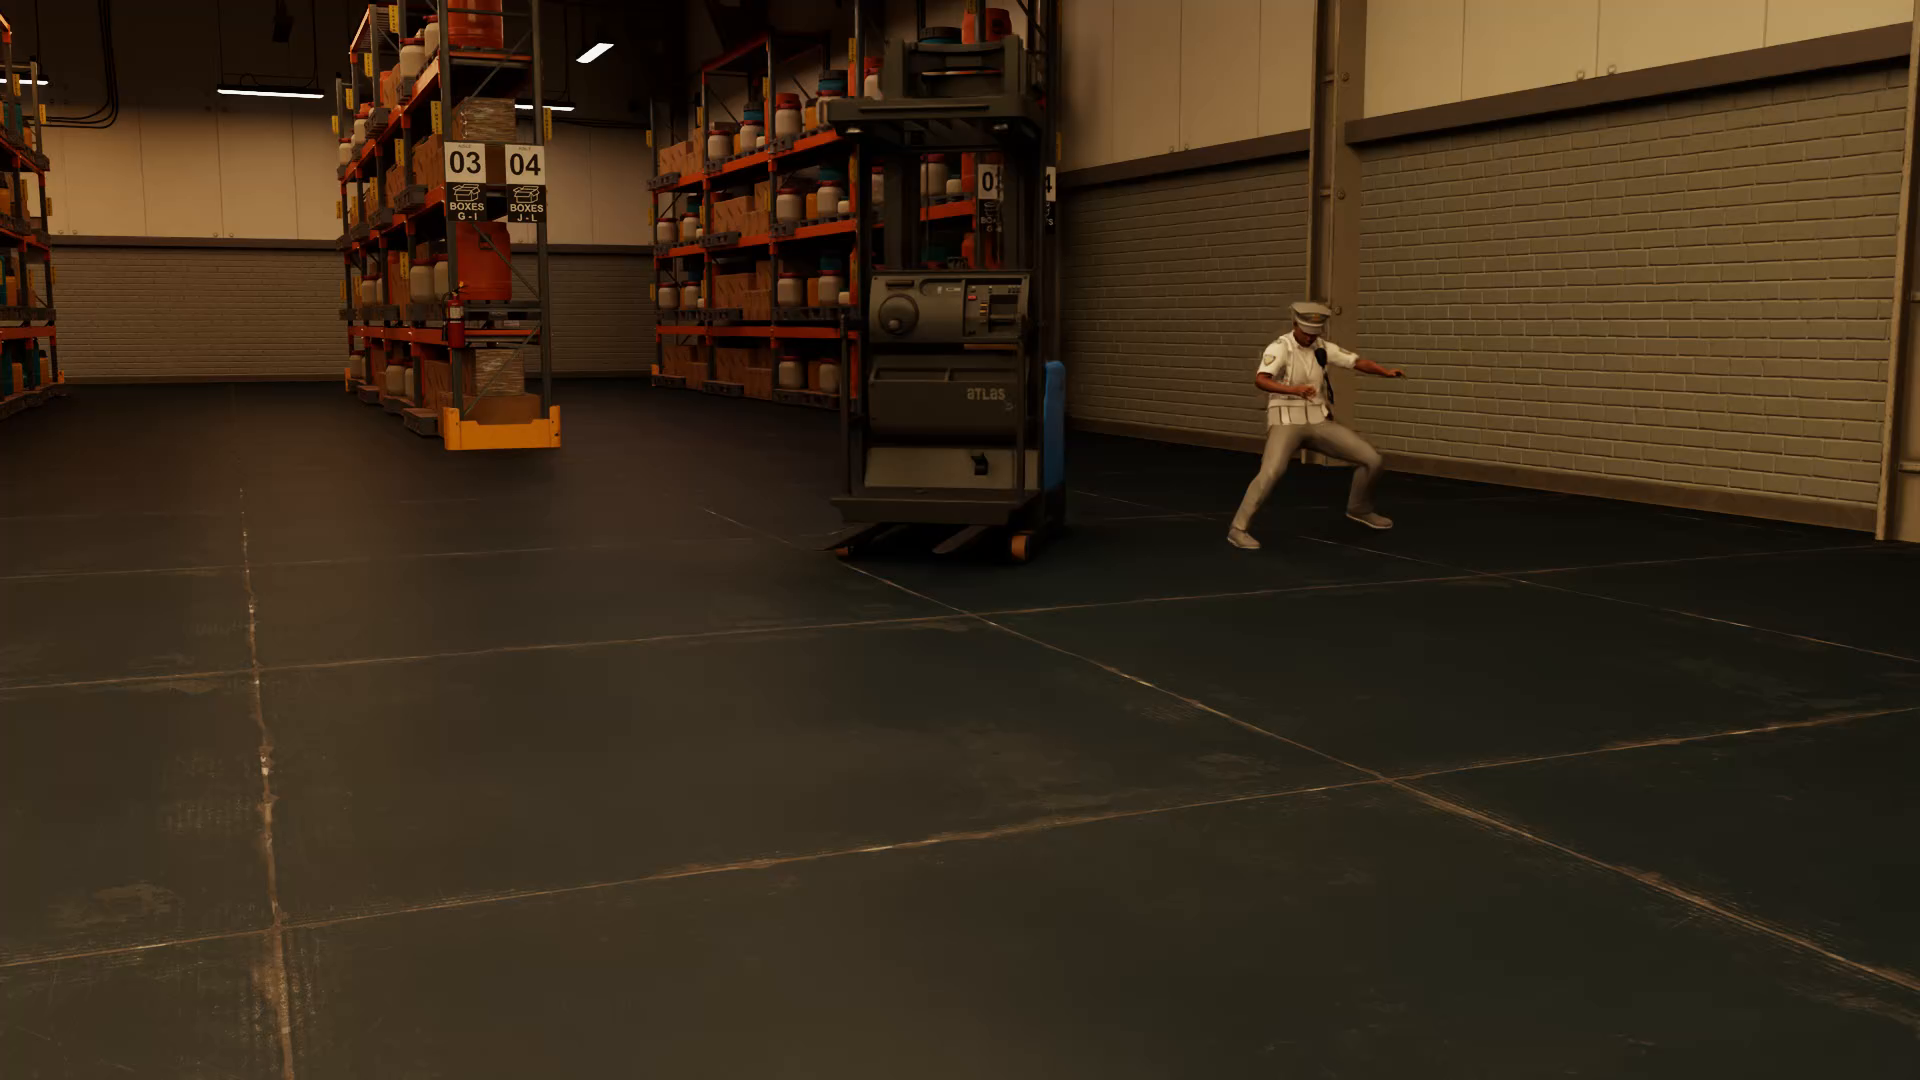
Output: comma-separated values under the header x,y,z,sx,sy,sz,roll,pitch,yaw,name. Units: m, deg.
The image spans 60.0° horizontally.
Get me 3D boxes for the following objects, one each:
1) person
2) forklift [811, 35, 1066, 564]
x,y,z,sx,sy,sz,roll,pitch,yaw,name
2.166,-0.707,10.070,1.176,1.460,0.649,-2,8,-12,person
-0.102,-1.372,9.349,1.130,2.935,3.031,1,8,11,forklift
